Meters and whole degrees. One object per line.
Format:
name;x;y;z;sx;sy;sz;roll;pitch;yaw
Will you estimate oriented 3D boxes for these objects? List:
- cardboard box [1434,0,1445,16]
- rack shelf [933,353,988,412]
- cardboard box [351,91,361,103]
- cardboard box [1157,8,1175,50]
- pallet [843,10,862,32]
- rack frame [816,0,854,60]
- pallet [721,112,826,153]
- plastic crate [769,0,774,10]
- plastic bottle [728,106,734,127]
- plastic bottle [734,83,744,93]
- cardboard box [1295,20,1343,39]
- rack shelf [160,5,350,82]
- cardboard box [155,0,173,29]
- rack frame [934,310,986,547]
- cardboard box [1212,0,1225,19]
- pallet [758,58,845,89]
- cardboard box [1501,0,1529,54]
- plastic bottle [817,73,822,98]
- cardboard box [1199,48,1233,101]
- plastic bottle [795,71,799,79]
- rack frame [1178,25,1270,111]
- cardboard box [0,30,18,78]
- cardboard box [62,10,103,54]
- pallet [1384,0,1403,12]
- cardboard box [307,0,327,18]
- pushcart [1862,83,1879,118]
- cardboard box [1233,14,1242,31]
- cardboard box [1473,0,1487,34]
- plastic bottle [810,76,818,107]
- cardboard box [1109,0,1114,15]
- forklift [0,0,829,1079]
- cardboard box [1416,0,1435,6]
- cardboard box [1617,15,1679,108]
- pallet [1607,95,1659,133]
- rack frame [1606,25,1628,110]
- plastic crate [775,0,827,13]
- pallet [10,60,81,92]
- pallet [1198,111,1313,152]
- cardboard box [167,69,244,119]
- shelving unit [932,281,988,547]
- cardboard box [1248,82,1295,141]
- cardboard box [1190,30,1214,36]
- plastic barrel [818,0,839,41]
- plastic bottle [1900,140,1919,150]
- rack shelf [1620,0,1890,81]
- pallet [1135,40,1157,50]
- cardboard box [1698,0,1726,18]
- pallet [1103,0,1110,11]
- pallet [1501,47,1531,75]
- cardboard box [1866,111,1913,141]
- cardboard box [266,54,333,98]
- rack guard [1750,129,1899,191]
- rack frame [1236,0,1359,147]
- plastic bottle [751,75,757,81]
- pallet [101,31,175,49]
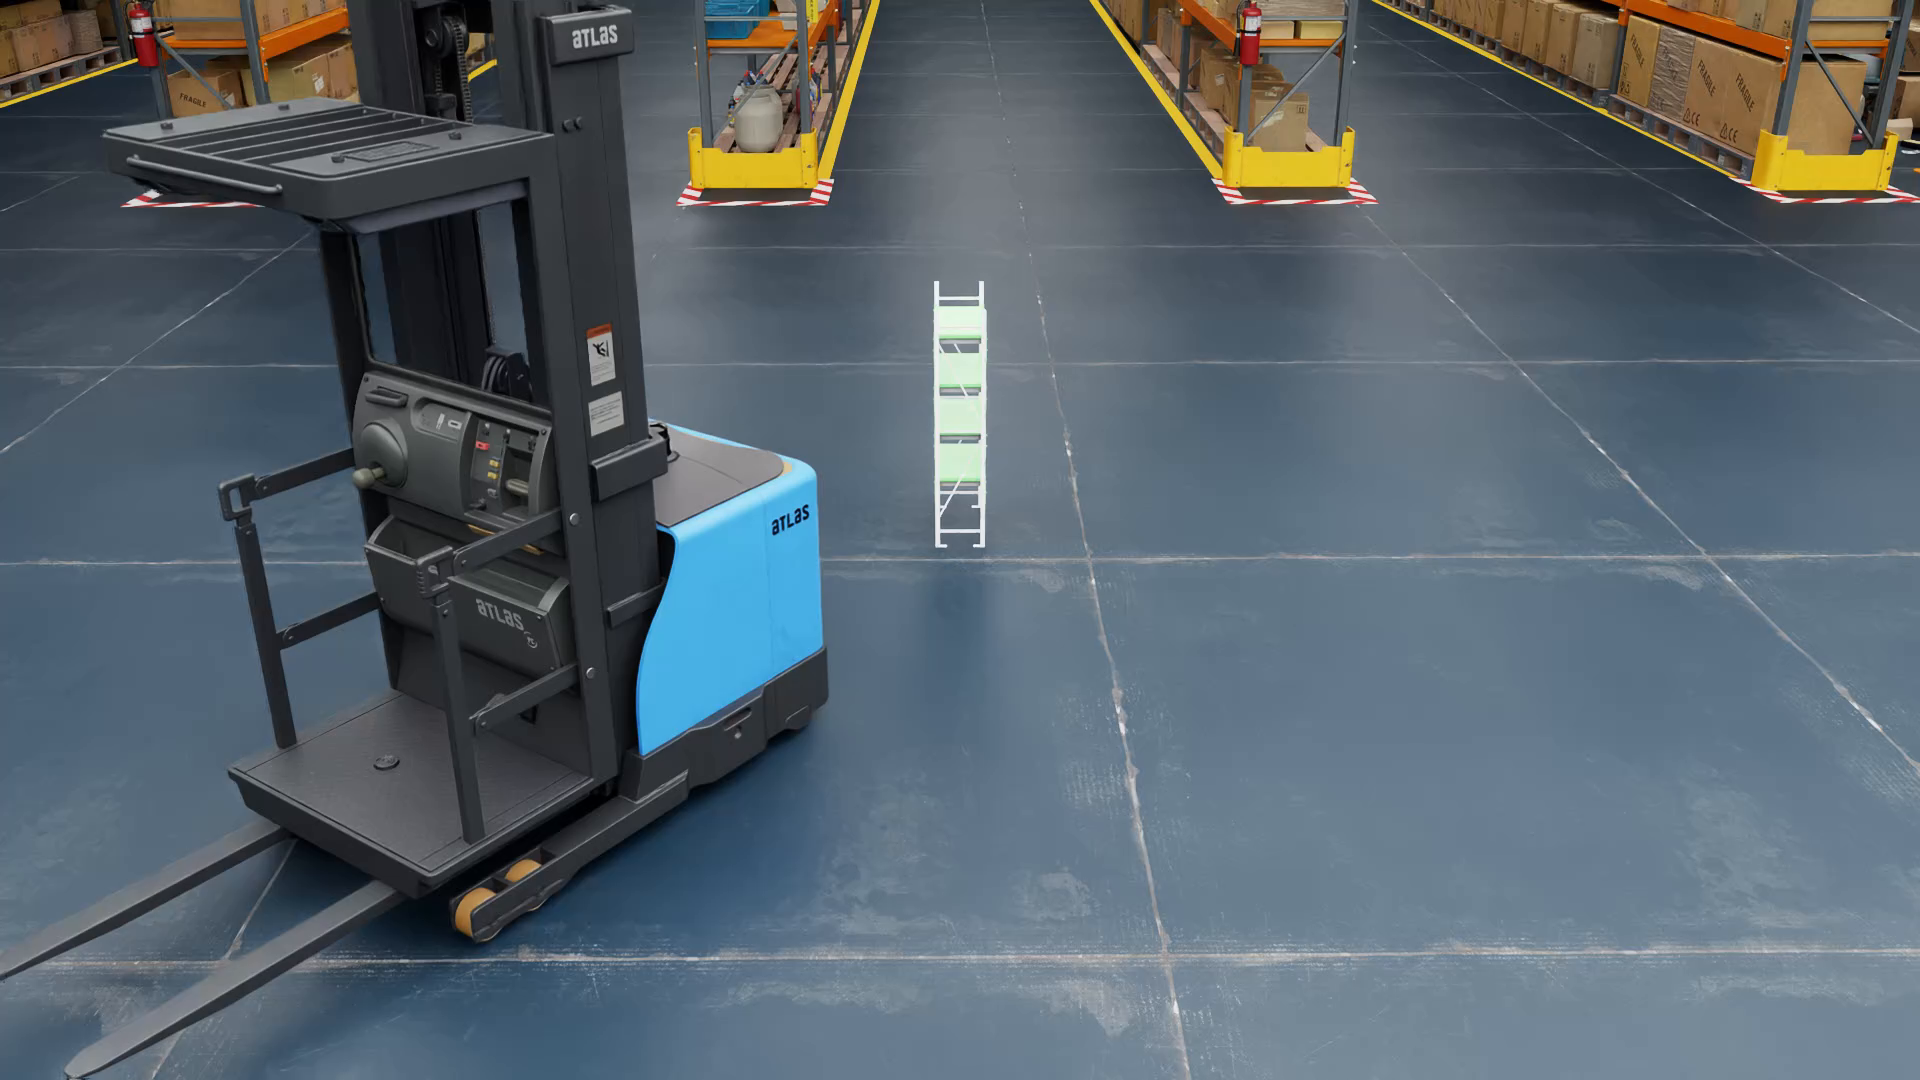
cardboard box;7.647;-8.379;25.659;0.500;0.500;0.500;1;24;1
rack shelf;-0.002;-0.775;8.081;0.258;0.148;0.480;0;24;-1
cardboard box;-6.636;-4.648;17.714;0.500;0.250;0.500;0;24;-1
cardboard box;3.014;-6.788;22.119;0.700;0.500;0.500;-2;24;-3
pallet;-2.043;-8.040;25.771;1.003;0.211;1.213;0;24;-1
rack frame;-1.966;-7.981;22.256;1.000;3.000;0.127;0;24;-1
pallet;-1.941;-4.281;17.459;1.003;0.211;1.213;0;24;-1
plastic crate;-2.190;-5.675;17.415;0.450;0.188;0.662;0;24;-1
plastic bottle;-2.337;-4.364;17.122;0.097;0.201;0.097;0;24;0
plastic bottle;-2.320;-4.662;17.598;0.144;0.351;0.185;1;24;2
cardboard box;3.309;-4.710;15.330;0.380;0.149;0.250;0;24;-1
rack shelf;-6.854;-5.160;16.891;1.077;0.370;4.000;0;24;-1
cardboard box;-11.753;-7.813;23.983;0.750;0.750;0.750;0;24;-1
rack frame;0.001;-0.514;7.931;0.240;1.200;0.015;0;24;-1
cardboard box;2.743;-5.326;16.691;0.380;0.149;0.250;0;24;-1
pallet;-1.986;-5.889;21.015;1.003;0.211;1.213;0;24;-1
cardboard box;7.864;-6.899;22.083;1.050;0.750;0.750;-1;24;-1
plastic bottle;-1.587;-5.098;18.645;0.061;0.283;0.133;1;24;2
cardboard box;2.995;-5.242;18.724;0.500;0.500;0.500;-1;24;-2
plastic bottle;-1.771;-5.061;18.481;0.144;0.351;0.185;0;24;-1
rack frame;3.030;-6.355;18.660;1.000;3.000;0.127;0;24;-1
cardboard box;-11.909;-5.865;20.078;0.700;0.500;0.500;-1;24;-2
cardboard box;-11.813;-6.701;21.926;0.700;0.500;0.500;0;24;0
pallet;7.845;-9.142;28.207;1.003;0.211;1.213;0;24;-1
cardboard box;-6.844;-5.539;16.736;0.700;0.500;0.500;0;24;1
pushcart;10.660;-5.174;19.231;1.648;0.377;0.936;-9;26;-19
cardboard box;2.808;-4.914;15.780;0.380;0.149;0.250;0;24;-1
cardboard box;7.677;-7.520;23.761;0.500;0.500;0.500;1;24;2
plastic bottle;-1.622;-4.850;18.013;0.144;0.351;0.185;0;24;-1
cardboard box;2.970;-8.611;25.718;1.225;0.875;0.875;0;24;0
forklift;-1.790;-0.265;5.278;1.130;2.935;3.031;16;29;32
cardboard box;7.559;-8.684;26.761;0.380;0.149;0.250;0;24;0
cardboard box;7.928;-5.299;18.395;0.875;0.875;0.875;0;24;0
pallet;7.921;-4.751;18.499;1.003;0.211;1.213;0;24;-1
rack frame;7.991;-6.335;18.618;1.000;3.000;0.127;0;24;-1
plastic crate;-1.651;-5.544;17.189;0.530;0.136;0.437;0;24;-1
pallet;-11.855;-5.842;20.911;1.003;0.211;1.213;0;24;-1
pallet;3.089;-4.304;17.509;1.003;0.211;1.213;0;24;-1
cardboard box;-7.135;-4.163;15.732;0.500;0.500;0.500;0;24;-1
shelving unit;-0.002;-0.615;8.154;0.258;1.200;0.503;0;24;-1
cardboard box;3.043;-4.262;16.558;0.500;0.500;0.500;6;25;13
cardboard box;3.059;-5.866;20.079;0.700;0.500;0.500;0;24;-1
plastic barrel;-1.988;-7.385;23.062;0.600;0.830;0.708;0;24;-1
plastic bottle;9.876;-4.112;17.268;0.133;0.061;0.283;-9;26;-19
rack shelf;8.013;-5.183;16.944;1.077;0.370;4.000;0;24;-1
pallet;3.053;-7.058;23.598;1.003;0.211;1.213;0;24;-1
cardboard box;8.030;-5.584;16.775;0.875;0.550;0.500;0;24;-1
pallet;2.997;-9.198;28.332;1.003;0.211;1.213;0;24;-1
pallet;7.881;-6.388;22.118;1.003;0.211;1.213;0;24;-1
cardboard box;9.851;-4.390;17.633;0.396;0.266;0.258;4;25;9
cardboard box;-6.641;-4.578;16.648;0.500;0.500;0.500;0;24;-1
rack guard;8.035;-3.538;15.467;1.175;0.500;0.348;0;24;-1
rack frame;3.074;-4.706;15.016;1.000;3.000;0.127;0;24;-1
plastic bottle;-2.326;-5.025;18.493;0.152;0.276;0.135;1;24;1
pallet;-11.806;-6.991;23.451;1.003;0.211;1.213;0;24;-1
